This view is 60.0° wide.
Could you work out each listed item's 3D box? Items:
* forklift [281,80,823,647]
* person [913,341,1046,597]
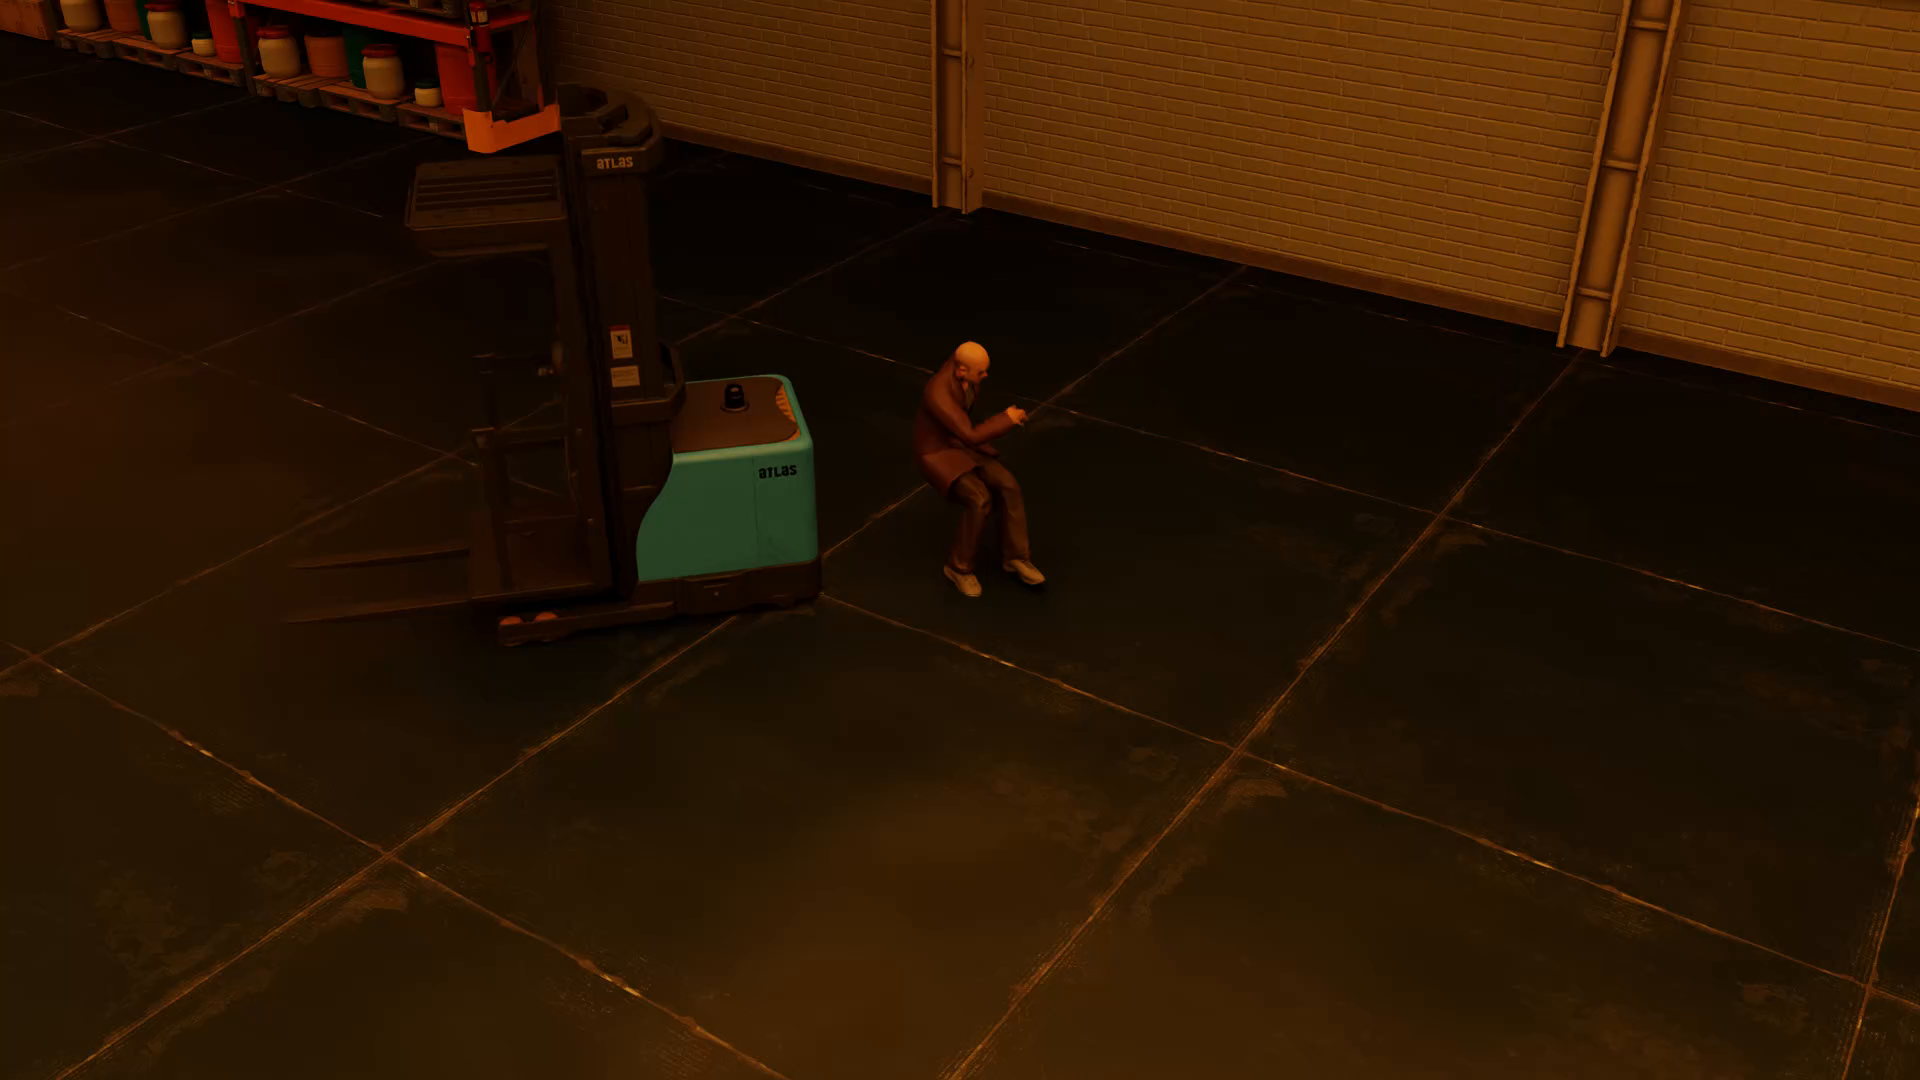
[{"bbox_3d":[-2.389,-0.954,9.225,3.031,2.935,1.130,-7,31,-12],"label":"forklift"},{"bbox_3d":[0.194,-0.540,10.045,1.004,1.504,1.111,15,33,24],"label":"person"}]
